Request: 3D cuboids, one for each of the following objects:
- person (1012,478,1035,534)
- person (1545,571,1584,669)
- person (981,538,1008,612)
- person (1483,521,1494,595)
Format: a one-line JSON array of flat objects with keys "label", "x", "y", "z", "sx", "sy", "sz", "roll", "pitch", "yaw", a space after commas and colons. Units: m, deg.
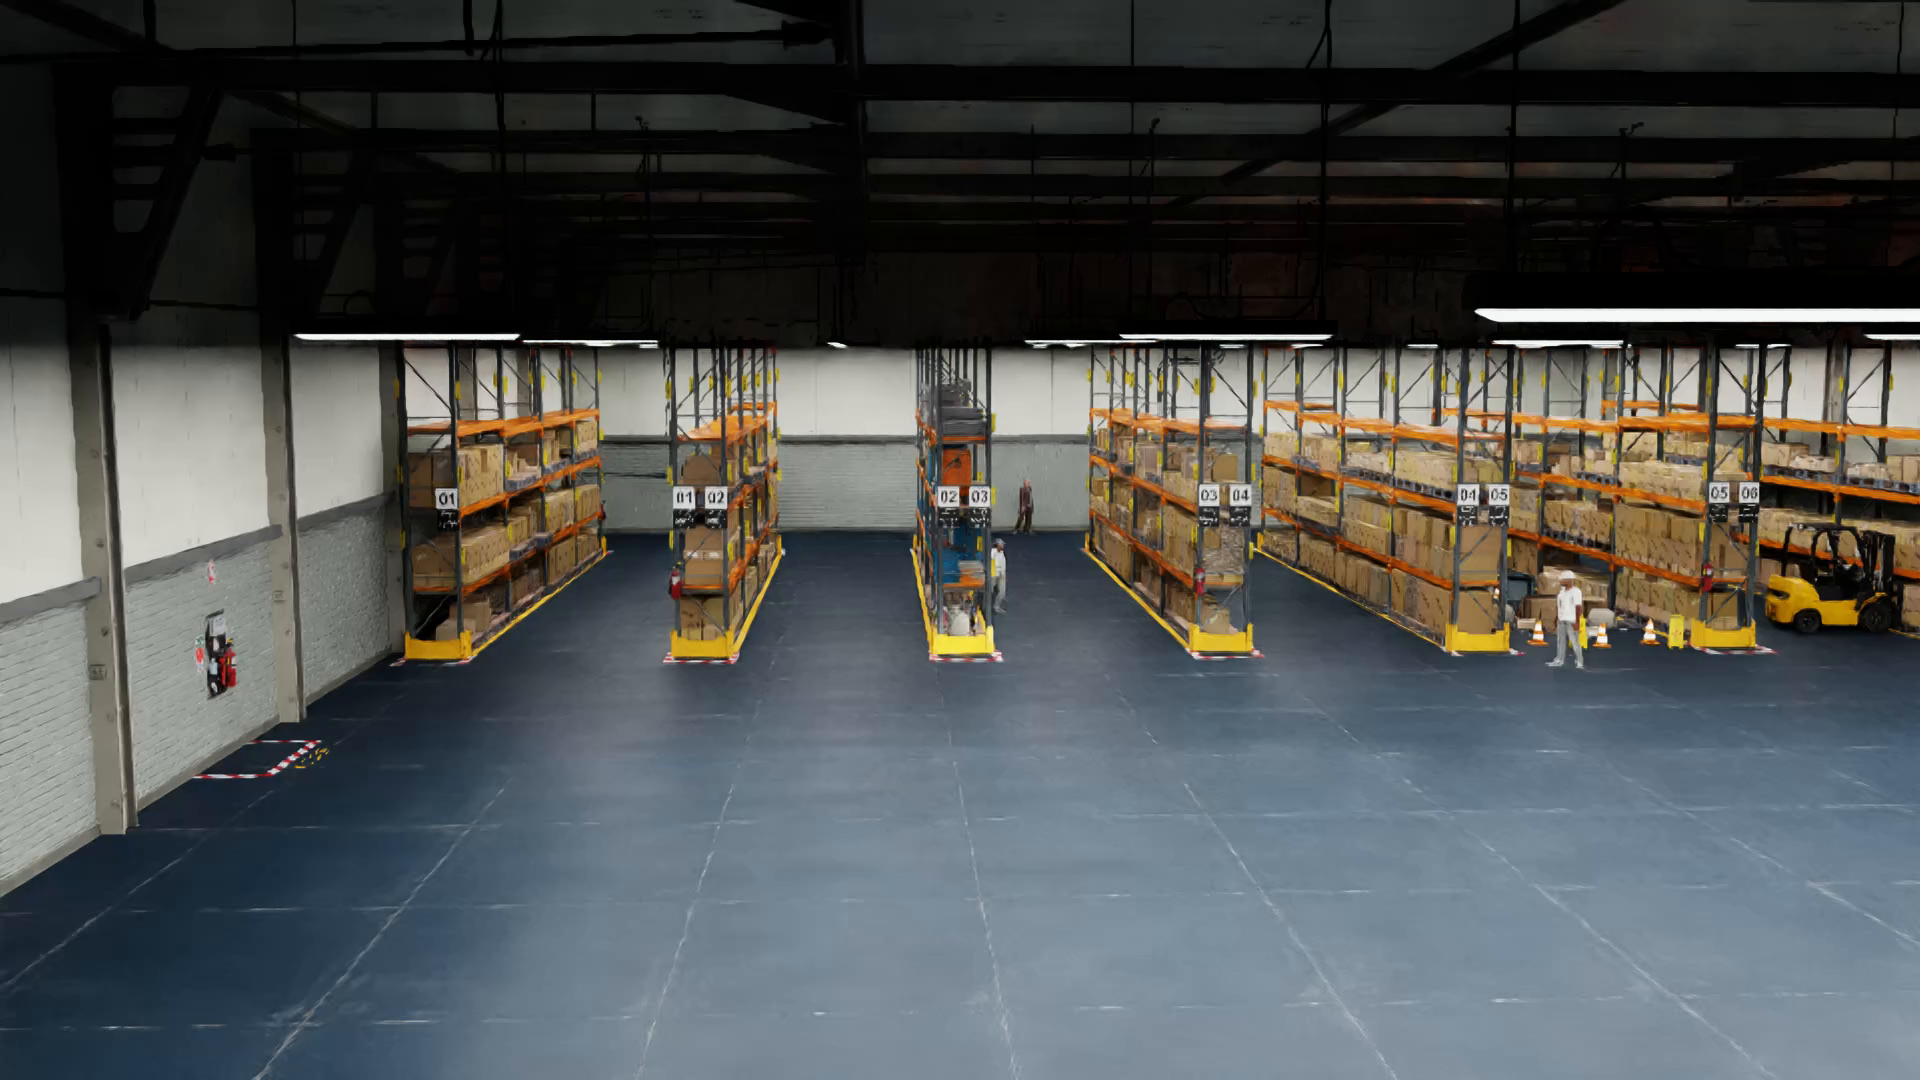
[{"label": "person", "x": 1.956, "y": -0.999, "z": 52.001, "sx": 0.498, "sy": 1.652, "sz": 0.762, "roll": 6, "pitch": 9, "yaw": 44}, {"label": "person", "x": 10.983, "y": 1.437, "z": 30.050, "sx": 0.522, "sy": 1.769, "sz": 0.676, "roll": -2, "pitch": 7, "yaw": -16}, {"label": "person", "x": 0.752, "y": 0.768, "z": 36.601, "sx": 0.585, "sy": 1.644, "sz": 0.626, "roll": -5, "pitch": 8, "yaw": -38}, {"label": "person", "x": 12.309, "y": 0.405, "z": 39.080, "sx": 0.562, "sy": 1.749, "sz": 0.623, "roll": 3, "pitch": 7, "yaw": 25}]
